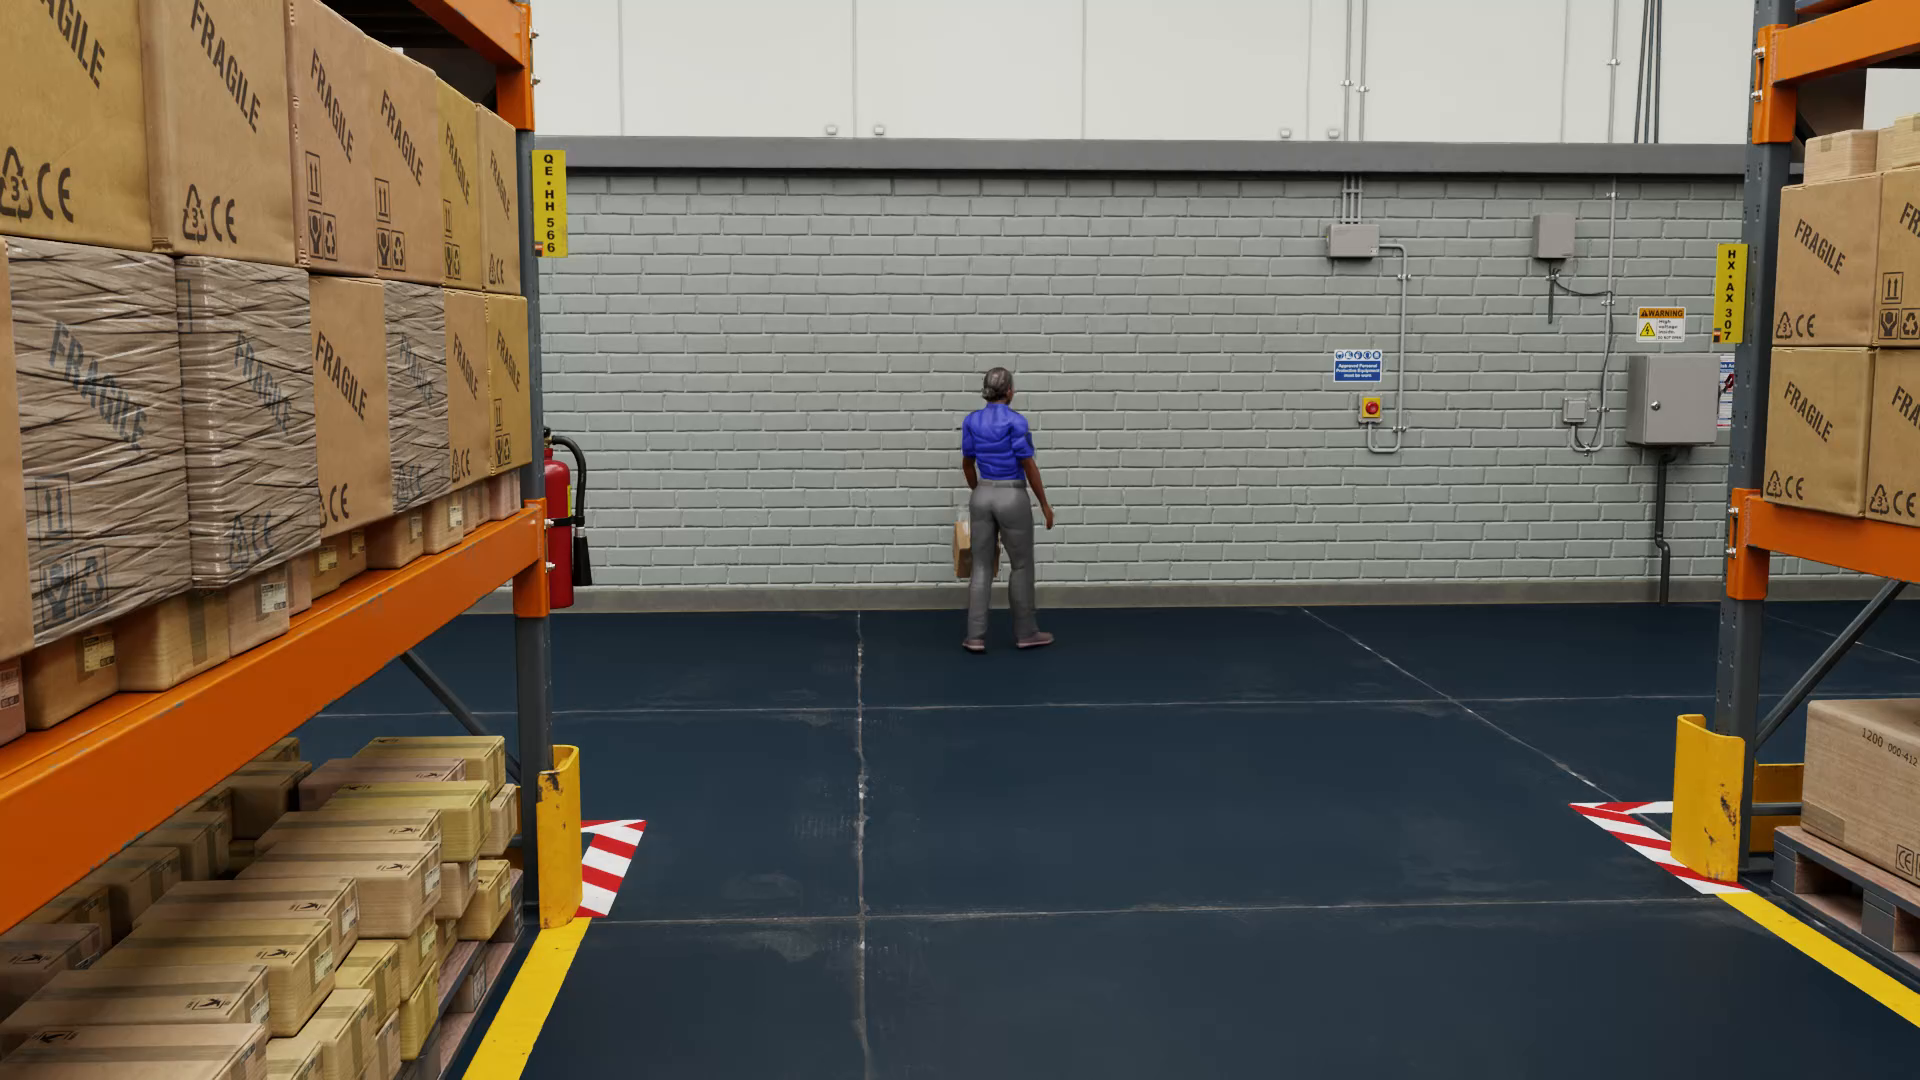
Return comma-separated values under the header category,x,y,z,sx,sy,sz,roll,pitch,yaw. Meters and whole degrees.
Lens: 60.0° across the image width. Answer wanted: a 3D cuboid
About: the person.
category,x,y,z,sx,sy,sz,roll,pitch,yaw
person,0.274,-0.184,9.747,0.546,1.652,0.577,4,8,28
